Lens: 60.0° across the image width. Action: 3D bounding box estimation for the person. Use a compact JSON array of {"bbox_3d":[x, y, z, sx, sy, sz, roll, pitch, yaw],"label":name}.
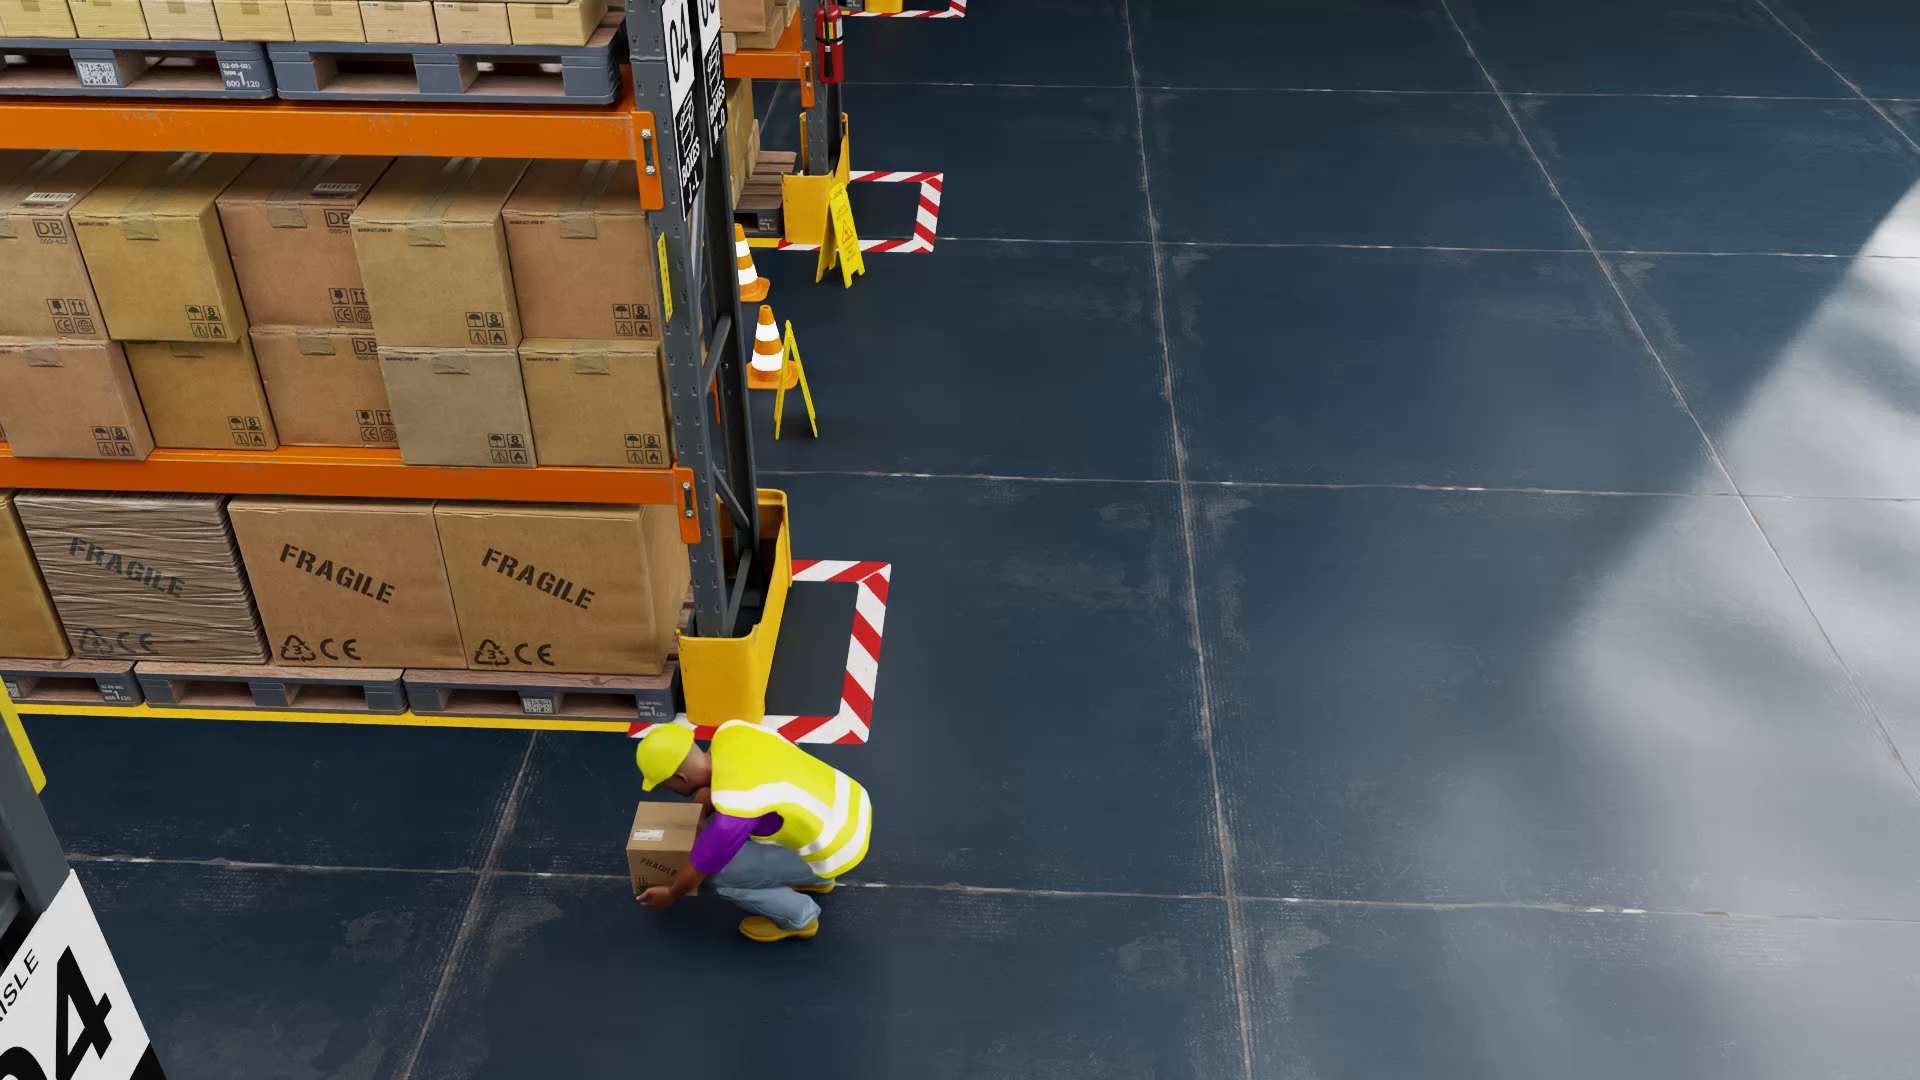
[{"bbox_3d":[-0.784,1.068,6.268,0.888,0.996,0.587,1,36,2],"label":"person"}]
